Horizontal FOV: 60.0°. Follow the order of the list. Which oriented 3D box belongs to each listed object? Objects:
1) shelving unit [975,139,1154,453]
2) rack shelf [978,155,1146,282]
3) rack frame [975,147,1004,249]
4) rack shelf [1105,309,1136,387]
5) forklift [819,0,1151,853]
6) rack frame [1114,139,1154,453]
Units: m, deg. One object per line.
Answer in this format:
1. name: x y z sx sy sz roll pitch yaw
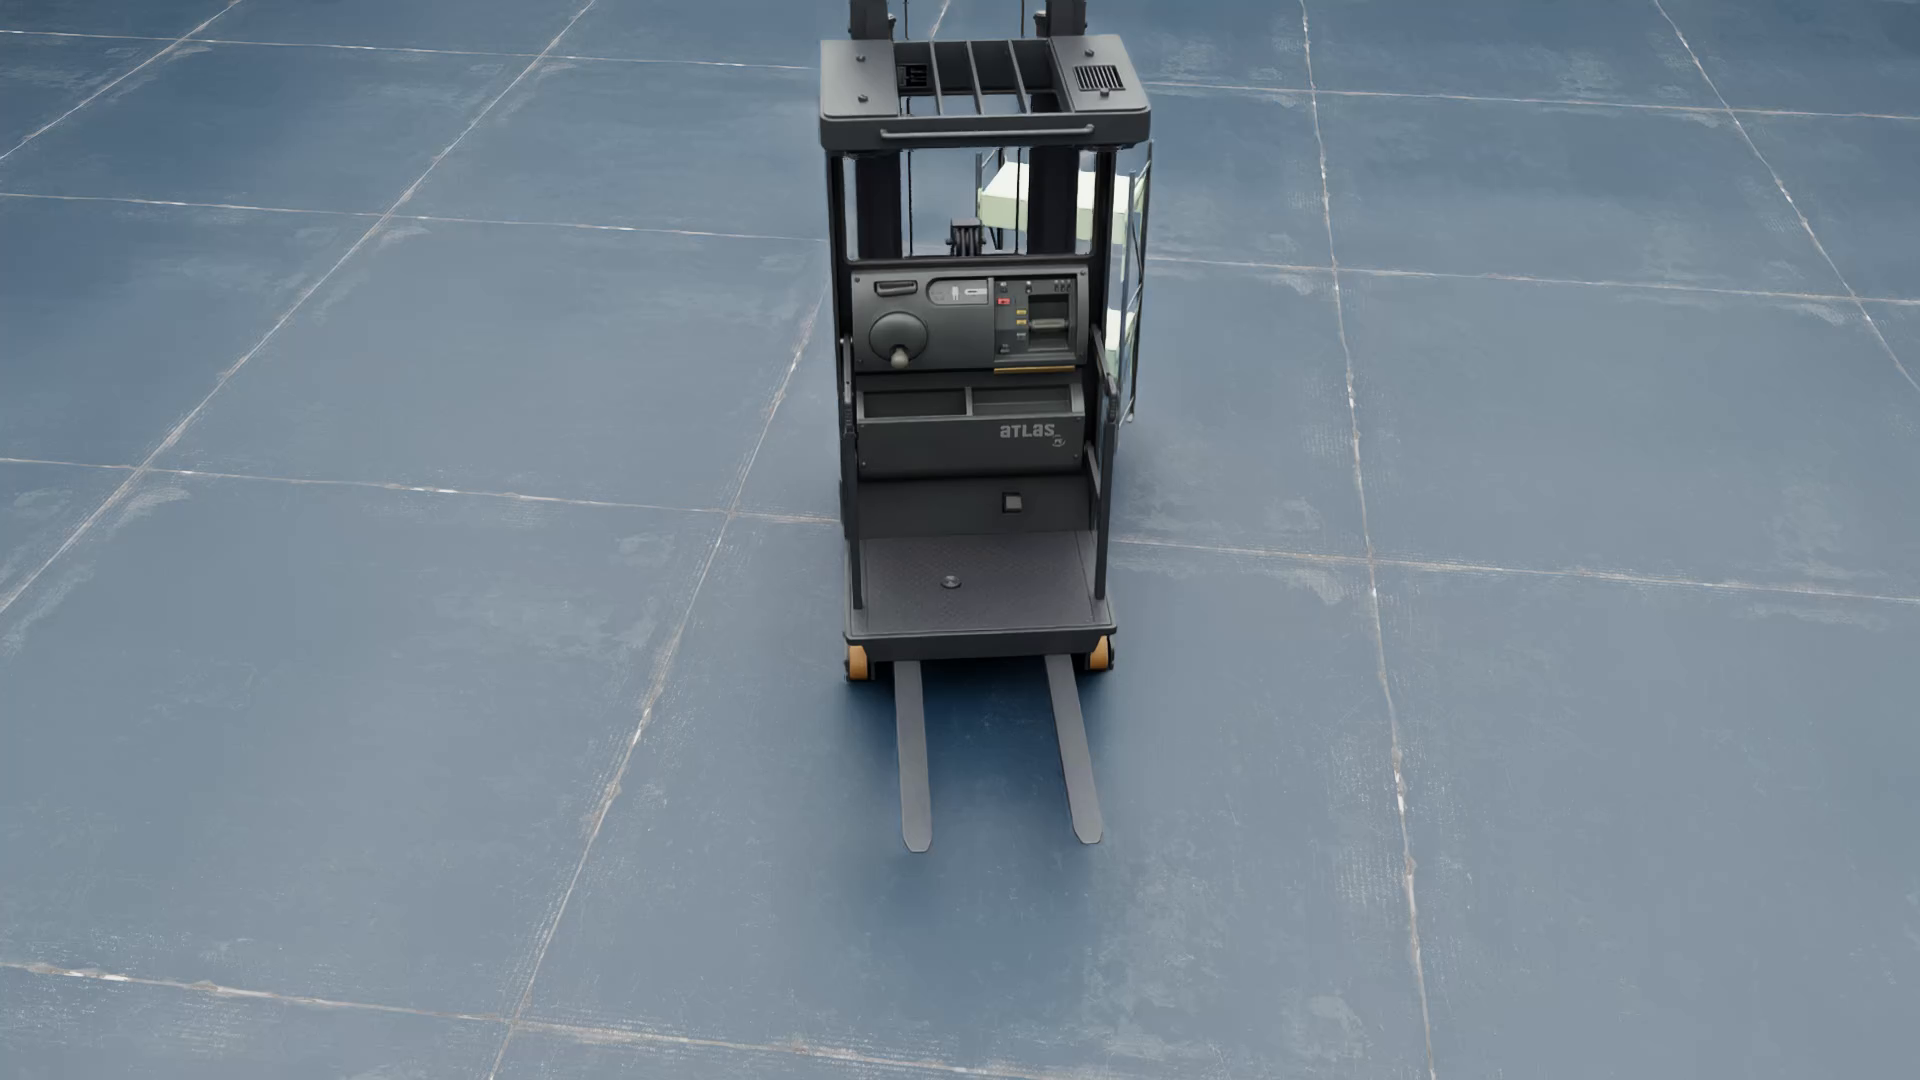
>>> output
1. shelving unit: 0.490 -1.225 8.175 0.755 1.500 0.431 11 37 15
2. rack shelf: 0.490 -1.542 7.948 0.720 0.370 0.431 11 37 15
3. rack frame: 0.142 -1.291 8.268 0.023 1.500 0.400 11 37 15
4. rack shelf: 0.490 -0.959 8.364 0.720 0.370 0.431 11 37 15
5. forklift: 0.058 -0.807 6.357 1.130 2.935 3.031 -2 36 -3
6. rack frame: 0.837 -1.158 8.081 0.023 1.500 0.400 11 37 15
